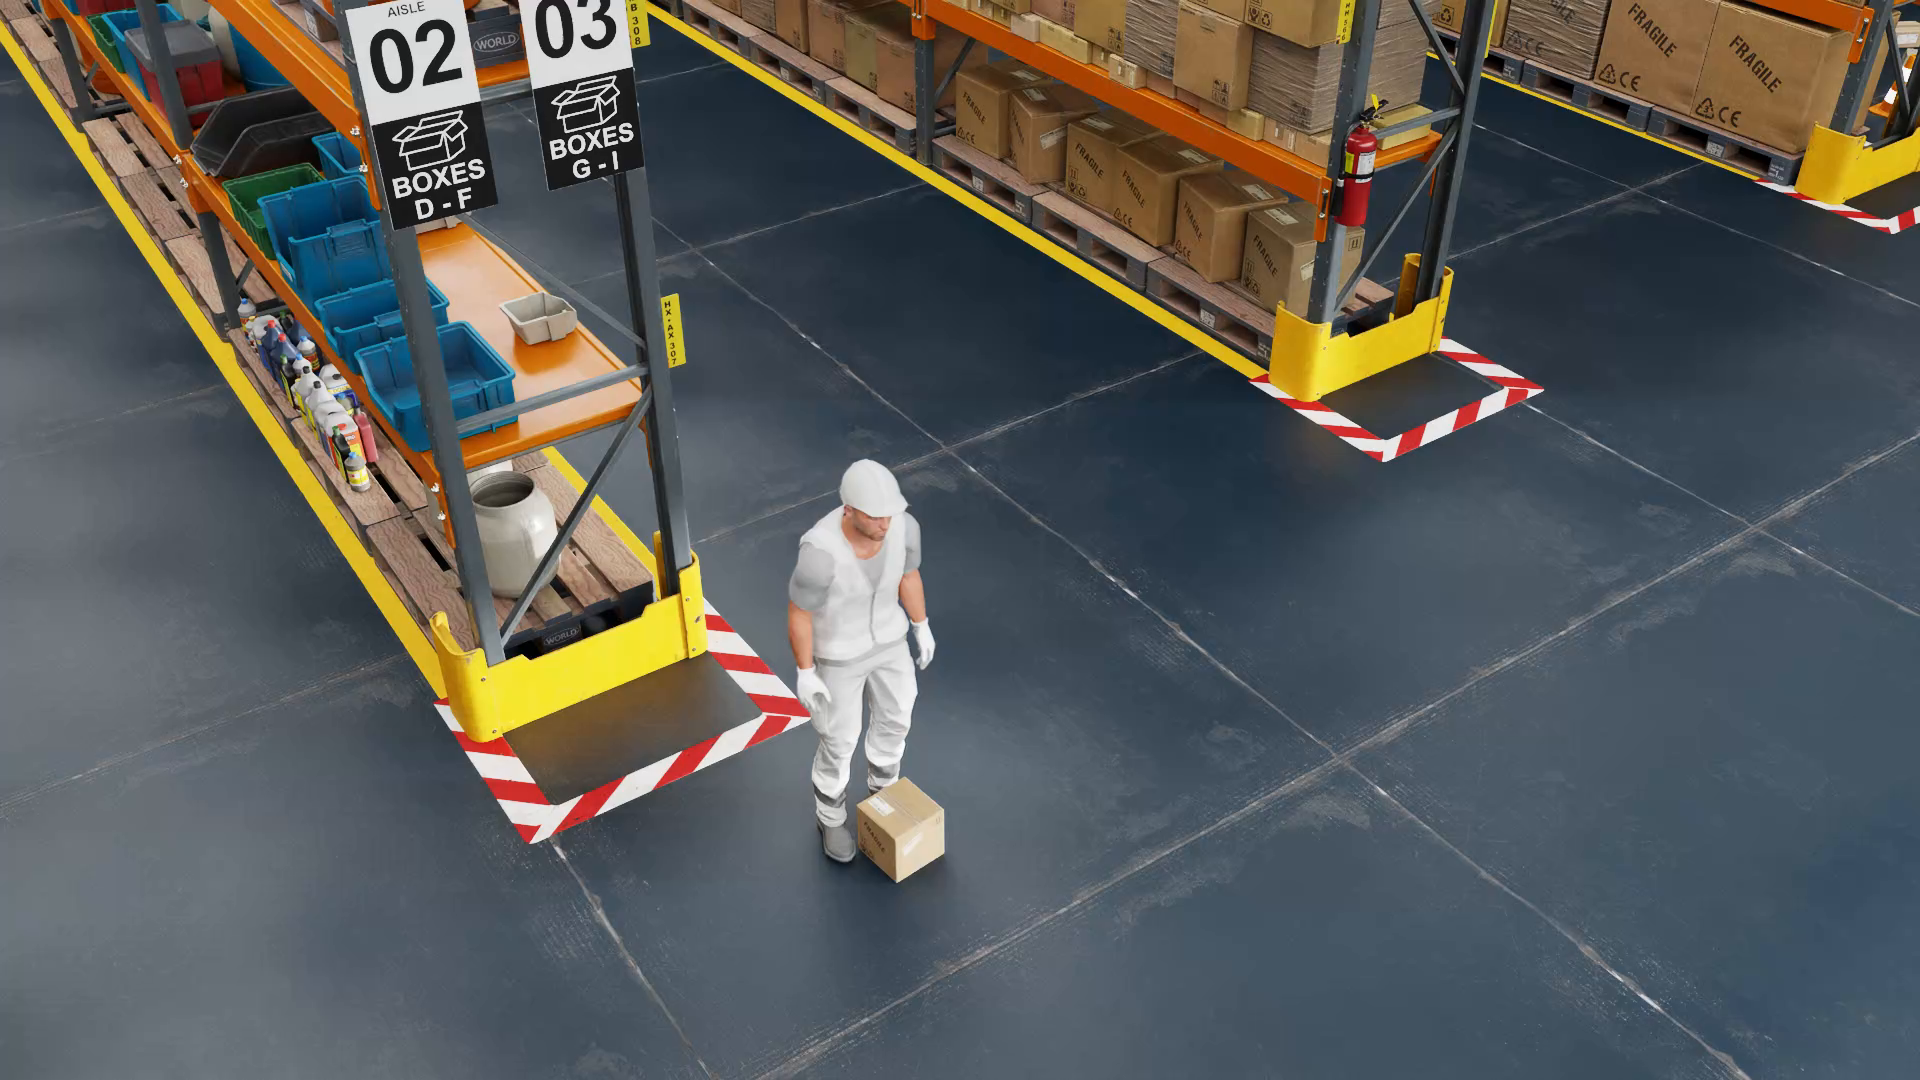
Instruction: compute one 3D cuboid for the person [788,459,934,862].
[{"bbox_3d":[-0.370,0.435,6.392,0.609,1.779,0.448,-22,42,-27],"label":"person"}]
